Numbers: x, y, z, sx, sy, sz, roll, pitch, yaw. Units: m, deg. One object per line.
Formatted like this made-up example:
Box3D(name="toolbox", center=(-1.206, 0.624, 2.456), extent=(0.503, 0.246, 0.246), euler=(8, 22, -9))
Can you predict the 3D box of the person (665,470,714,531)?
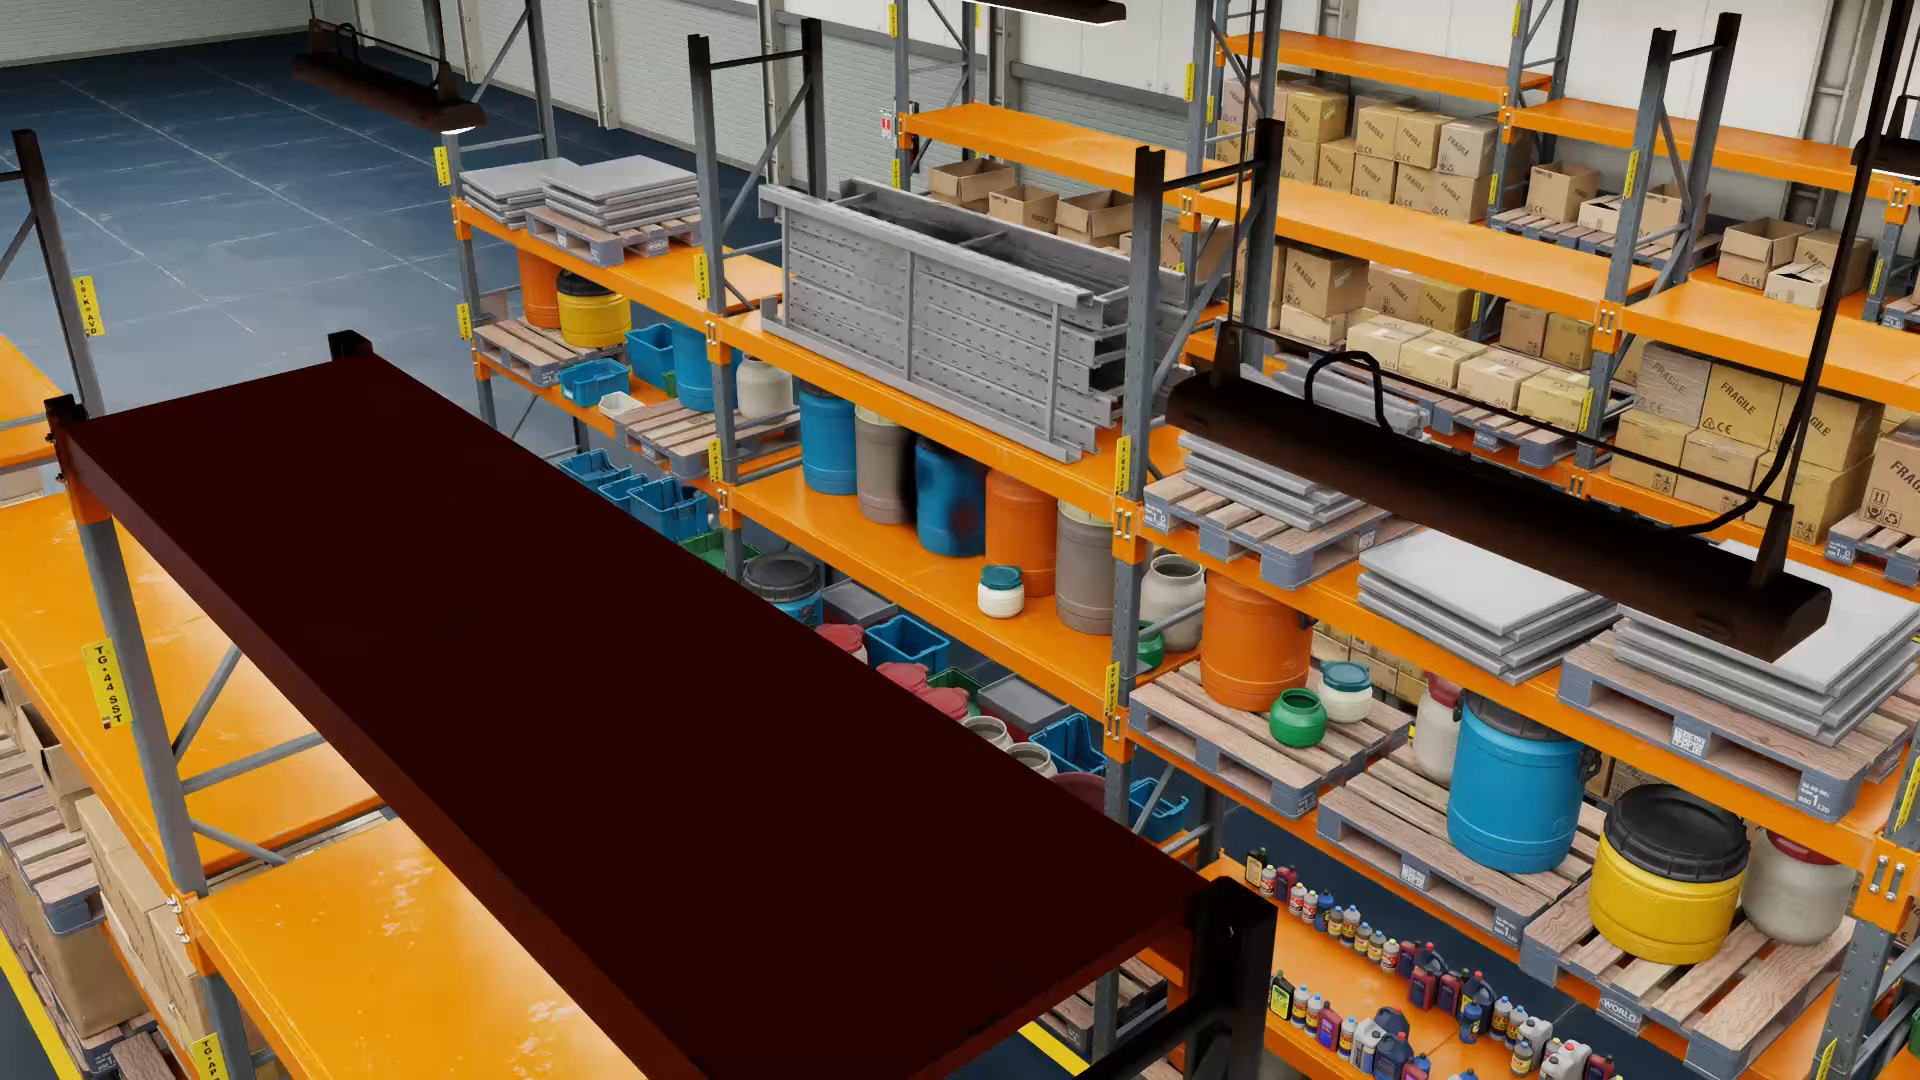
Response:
Box3D(name="person", center=(-2.807, -0.601, 17.162), extent=(0.508, 1.447, 0.592), euler=(4, 27, 9))
